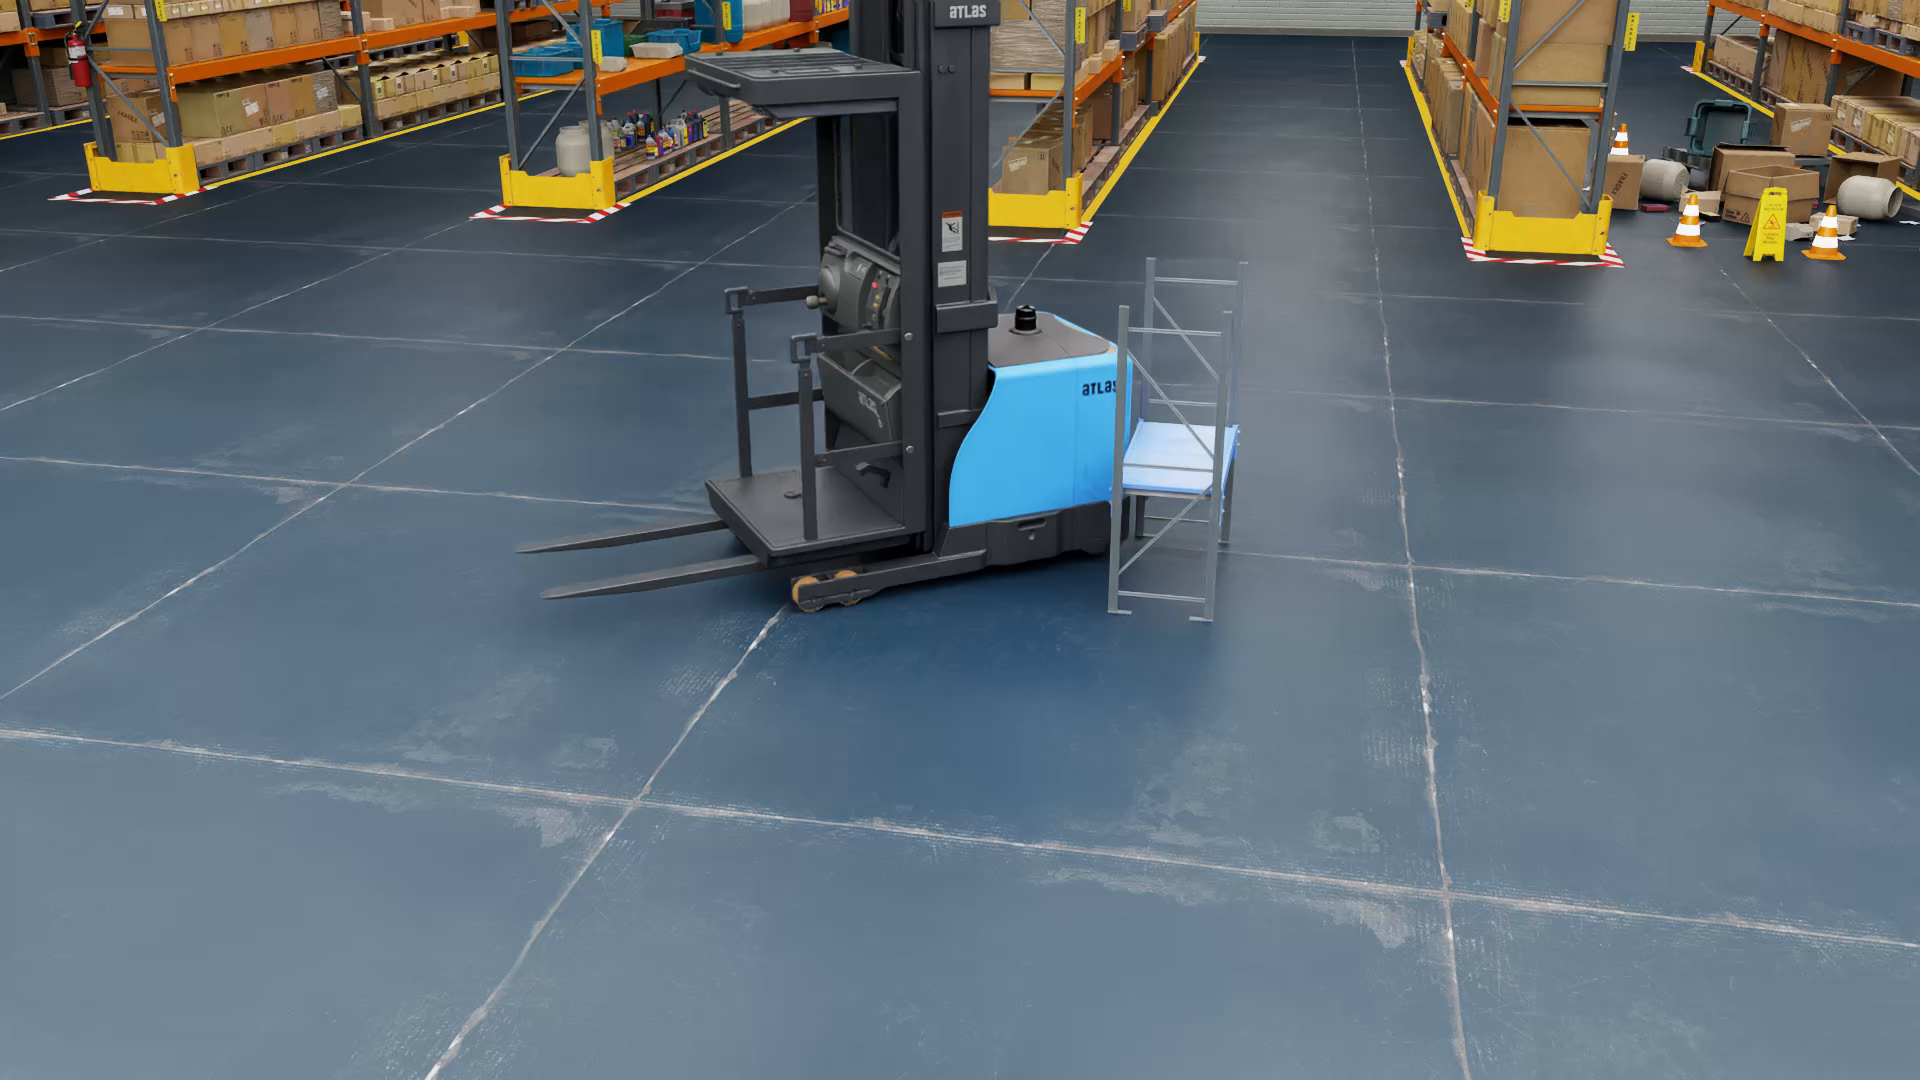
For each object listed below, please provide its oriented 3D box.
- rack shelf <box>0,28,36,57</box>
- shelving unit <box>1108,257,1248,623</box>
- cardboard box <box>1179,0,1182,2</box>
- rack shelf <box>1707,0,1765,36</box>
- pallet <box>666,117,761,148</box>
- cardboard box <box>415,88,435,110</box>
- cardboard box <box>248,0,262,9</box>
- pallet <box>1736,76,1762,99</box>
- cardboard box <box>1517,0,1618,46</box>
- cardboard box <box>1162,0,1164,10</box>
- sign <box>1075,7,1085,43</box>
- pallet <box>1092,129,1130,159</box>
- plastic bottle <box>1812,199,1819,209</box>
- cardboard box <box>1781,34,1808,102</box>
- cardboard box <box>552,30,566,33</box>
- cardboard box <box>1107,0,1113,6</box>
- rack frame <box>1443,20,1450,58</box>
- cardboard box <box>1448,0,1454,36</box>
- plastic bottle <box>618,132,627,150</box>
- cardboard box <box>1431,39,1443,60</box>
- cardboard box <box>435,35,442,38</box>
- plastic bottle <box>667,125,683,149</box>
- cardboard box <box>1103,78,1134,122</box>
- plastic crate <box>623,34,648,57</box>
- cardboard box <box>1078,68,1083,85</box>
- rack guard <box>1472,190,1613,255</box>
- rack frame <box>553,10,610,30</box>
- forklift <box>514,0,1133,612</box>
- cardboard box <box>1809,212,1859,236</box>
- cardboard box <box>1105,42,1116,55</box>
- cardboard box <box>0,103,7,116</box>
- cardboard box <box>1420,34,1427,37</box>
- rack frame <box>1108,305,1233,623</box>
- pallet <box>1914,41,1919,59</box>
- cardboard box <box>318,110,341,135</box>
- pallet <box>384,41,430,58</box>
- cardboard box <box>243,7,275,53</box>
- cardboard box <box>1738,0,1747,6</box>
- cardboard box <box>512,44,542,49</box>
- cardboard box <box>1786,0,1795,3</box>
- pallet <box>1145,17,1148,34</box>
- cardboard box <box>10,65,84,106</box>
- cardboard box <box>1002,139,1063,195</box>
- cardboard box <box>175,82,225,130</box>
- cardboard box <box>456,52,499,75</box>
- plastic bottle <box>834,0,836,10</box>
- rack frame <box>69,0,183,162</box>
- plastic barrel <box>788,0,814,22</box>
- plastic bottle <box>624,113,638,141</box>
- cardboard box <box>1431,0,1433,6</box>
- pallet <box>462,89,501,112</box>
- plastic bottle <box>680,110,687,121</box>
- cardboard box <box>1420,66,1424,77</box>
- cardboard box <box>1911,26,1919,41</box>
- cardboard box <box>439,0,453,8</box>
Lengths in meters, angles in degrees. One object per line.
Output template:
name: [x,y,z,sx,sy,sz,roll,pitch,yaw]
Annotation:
rack shelf: [-13.526,-6.089,20.919,1.077,0.370,4.000,4,22,11]
shelving unit: [1.070,-0.515,8.125,0.538,1.500,1.048,5,22,12]
cardboard box: [3.448,-8.913,27.306,0.380,0.149,0.250,5,22,11]
rack shelf: [13.171,-8.589,27.128,1.077,0.370,4.000,4,22,11]
pallet: [-3.297,-5.395,21.967,1.003,0.211,1.213,4,22,11]
cardboard box: [-7.735,-6.202,23.356,0.500,0.250,0.500,4,22,9]
cardboard box: [-8.479,-6.351,19.606,0.380,0.149,0.250,5,22,11]
pallet: [12.995,-7.170,26.374,1.003,0.211,1.213,4,22,11]
cardboard box: [5.562,-4.846,15.225,0.875,0.550,0.550,4,22,11]
cardboard box: [2.714,-7.876,24.261,0.500,0.500,0.500,4,22,9]
sign: [1.144,-4.918,15.892,0.100,0.325,0.005,4,22,11]
pallet: [1.587,-5.012,21.017,1.003,0.211,1.213,4,22,11]
plastic bottle: [9.031,-3.574,17.645,0.133,0.061,0.283,8,23,20]
cardboard box: [12.538,-6.837,24.096,0.875,0.875,0.875,5,22,12]
cardboard box: [-6.973,-8.590,28.923,0.500,0.500,0.500,3,22,8]
cardboard box: [1.403,-6.118,18.159,0.500,0.500,0.500,4,22,11]
rack frame: [7.080,-7.069,22.390,1.000,3.000,0.127,4,22,11]
cardboard box: [6.623,-6.785,21.553,0.500,0.500,0.500,4,22,10]
plastic bottle: [-4.027,-4.755,19.803,0.097,0.201,0.097,0,22,0]
cardboard box: [7.273,-7.284,24.704,0.500,0.250,0.500,5,23,13]
cardboard box: [-10.714,-10.314,33.232,0.700,0.500,0.500,4,22,11]
plastic bottle: [-3.411,-4.834,19.899,0.152,0.276,0.135,5,22,12]
cardboard box: [1.919,-5.870,22.171,0.700,0.500,0.500,6,23,15]
plastic crate: [-3.973,-5.825,19.586,0.450,0.188,0.662,4,22,11]
cardboard box: [1.040,-4.708,16.864,0.380,0.149,0.250,4,22,11]
rack guard: [5.443,-2.975,15.571,1.175,0.500,0.348,4,22,11]
rack frame: [-6.636,-9.703,28.932,1.000,3.000,0.127,4,22,11]
forklift: [-0.677,-1.237,8.002,3.031,2.935,1.130,-10,24,-23]
cardboard box: [8.604,-3.113,16.385,0.380,0.149,0.250,18,28,38]
cardboard box: [1.613,-5.713,19.359,0.380,0.149,0.250,4,22,11]
cardboard box: [-13.198,-5.846,22.557,0.380,0.166,0.250,2,22,4]
cardboard box: [8.188,-8.688,28.868,0.380,0.149,0.250,3,22,8]
rack frame: [0.957,-0.330,7.666,0.500,1.500,0.032,5,22,12]
pallet: [11.429,-5.445,18.615,1.003,0.211,1.213,4,22,11]
cardboard box: [-8.260,-5.329,21.188,0.500,0.250,0.500,4,22,11]
pallet: [-11.007,-9.506,32.174,1.003,0.211,1.213,4,22,11]
cardboard box: [-8.663,-6.097,19.844,0.700,0.500,0.500,5,23,13]
cardboard box: [12.795,-8.800,26.556,0.500,0.500,0.500,4,22,10]
cardboard box: [-6.978,-7.622,26.520,0.500,0.500,0.500,4,22,9]
cardboard box: [12.189,-7.839,23.834,0.500,0.250,0.500,5,22,12]
pallet: [1.882,-6.668,21.651,1.003,0.211,1.213,4,22,11]
cardboard box: [-12.984,-6.469,23.658,0.700,0.500,0.500,5,23,13]
cardboard box: [0.757,-3.821,17.109,0.500,0.500,0.500,9,24,21]
cardboard box: [-9.076,-5.168,19.784,0.500,0.500,0.500,4,22,11]
cardboard box: [-7.318,-7.210,25.107,0.500,0.311,0.500,5,22,12]
plastic bottle: [-1.960,-8.314,25.653,0.097,0.271,0.097,0,22,0]
rack frame: [-9.084,-5.315,18.035,1.000,3.000,0.127,4,22,11]
plastic barrel: [-2.401,-7.732,23.854,0.600,0.536,0.708,4,22,11]
plastic bottle: [-4.029,-5.041,20.313,0.144,0.351,0.185,4,22,9]
cardboard box: [6.890,-7.638,23.578,0.380,0.149,0.250,4,22,10]
pallet: [-7.658,-6.649,25.080,1.003,0.211,1.213,4,22,11]
plastic bottle: [-3.410,-5.127,20.527,0.144,0.351,0.185,4,22,11]
cardboard box: [7.643,-7.574,26.897,0.380,0.149,0.250,5,22,12]
cardboard box: [11.054,-5.745,18.878,0.380,0.149,0.250,4,22,10]
cardboard box: [-7.824,-7.887,24.540,0.500,0.311,0.500,4,22,10]
